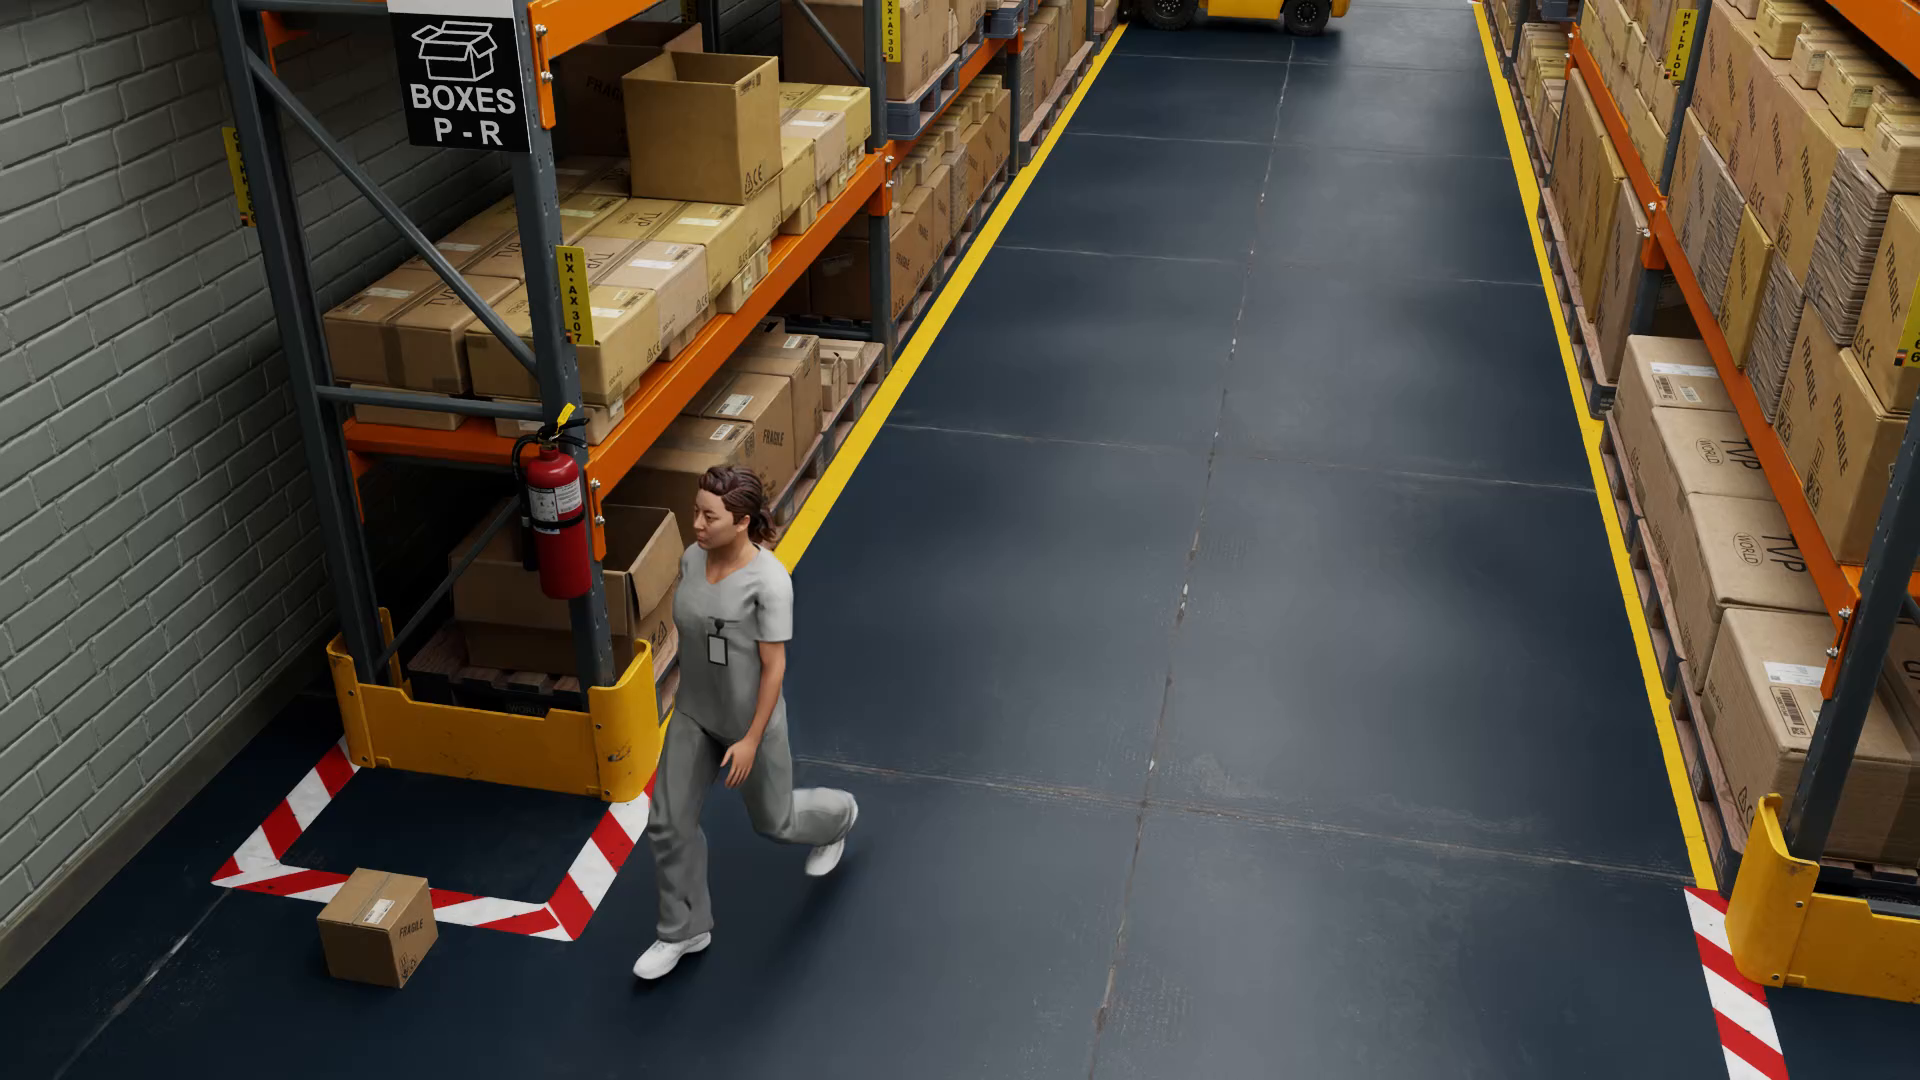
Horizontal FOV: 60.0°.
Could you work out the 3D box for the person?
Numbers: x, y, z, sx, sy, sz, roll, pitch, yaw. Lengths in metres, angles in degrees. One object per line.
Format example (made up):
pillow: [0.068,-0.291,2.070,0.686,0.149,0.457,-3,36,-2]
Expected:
person: [-0.707,0.532,5.164,0.454,1.620,0.922,16,33,27]
